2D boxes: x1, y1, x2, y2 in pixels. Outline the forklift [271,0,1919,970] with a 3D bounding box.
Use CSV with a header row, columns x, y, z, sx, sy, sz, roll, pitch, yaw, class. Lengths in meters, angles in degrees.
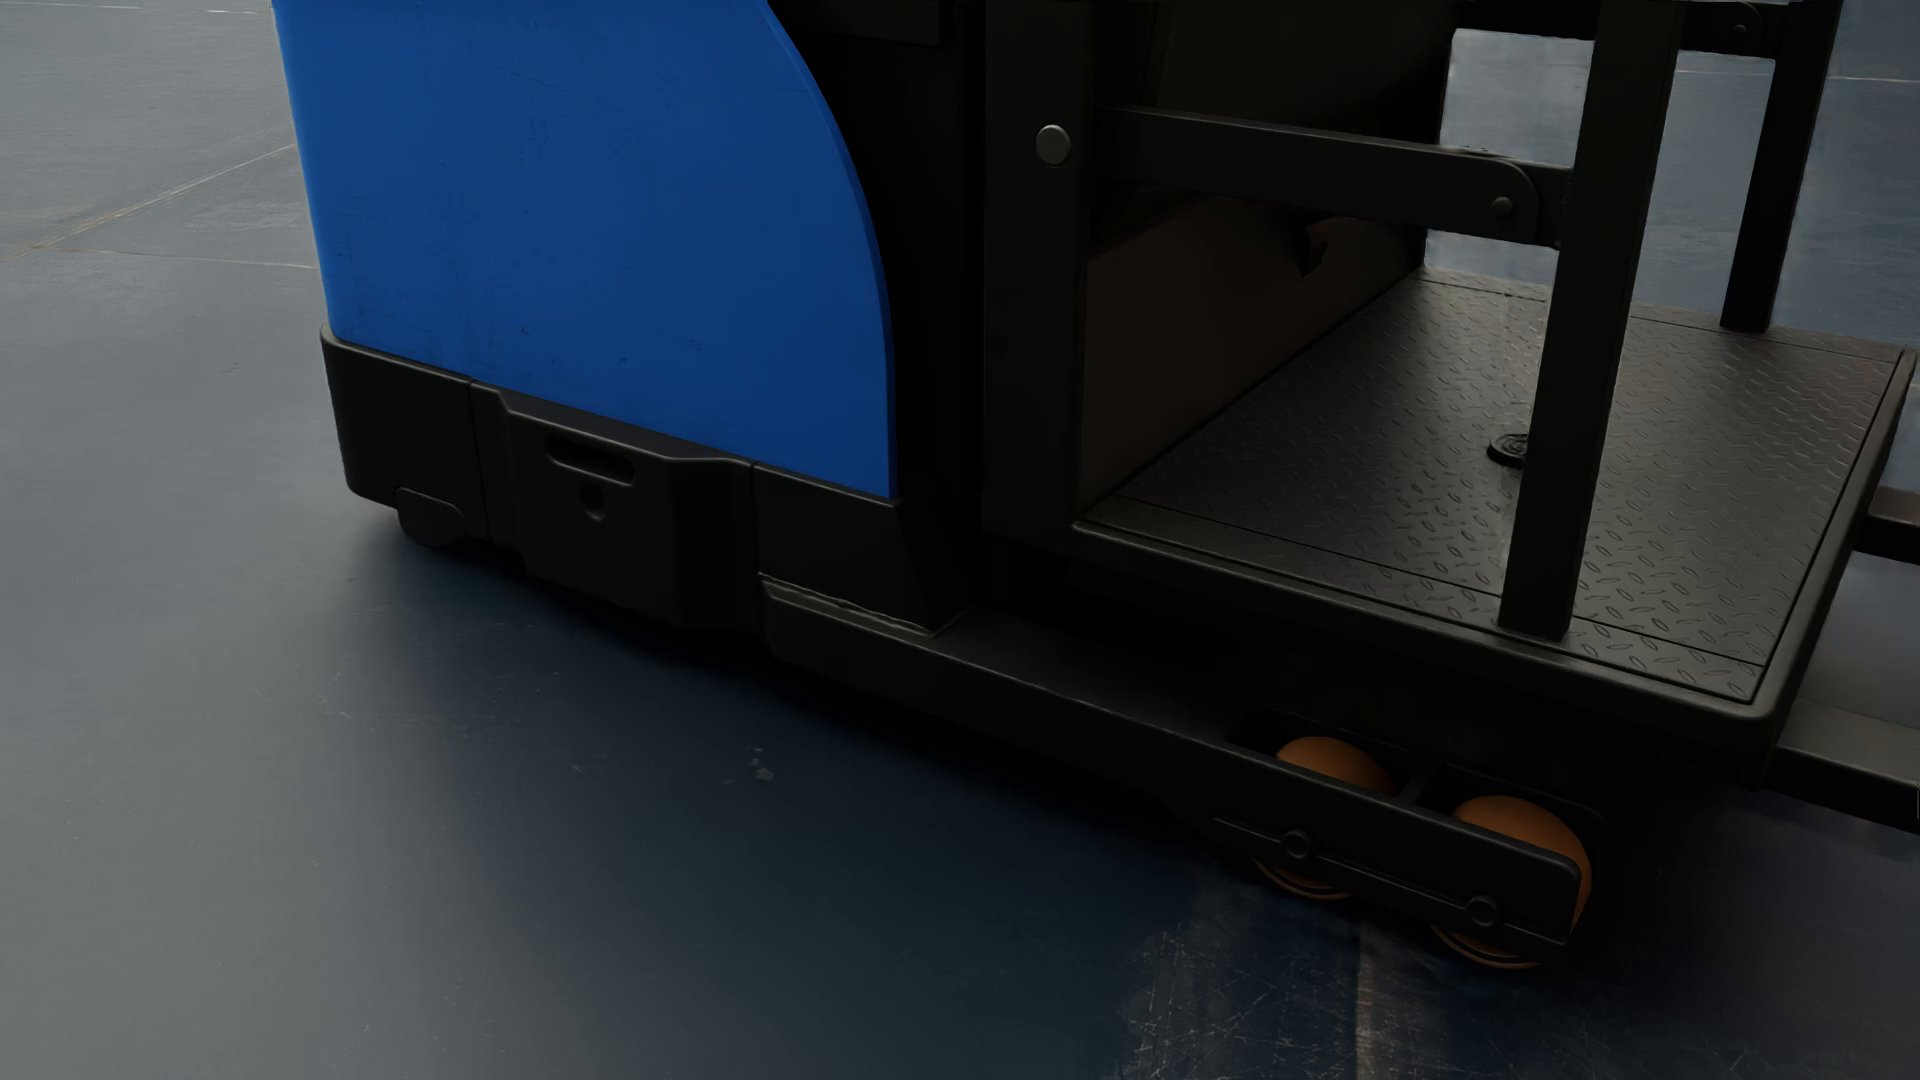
x,y,z,sx,sy,sz,roll,pitch,yaw,class
0.579,-1.157,1.539,3.031,2.935,1.130,16,31,29,forklift
